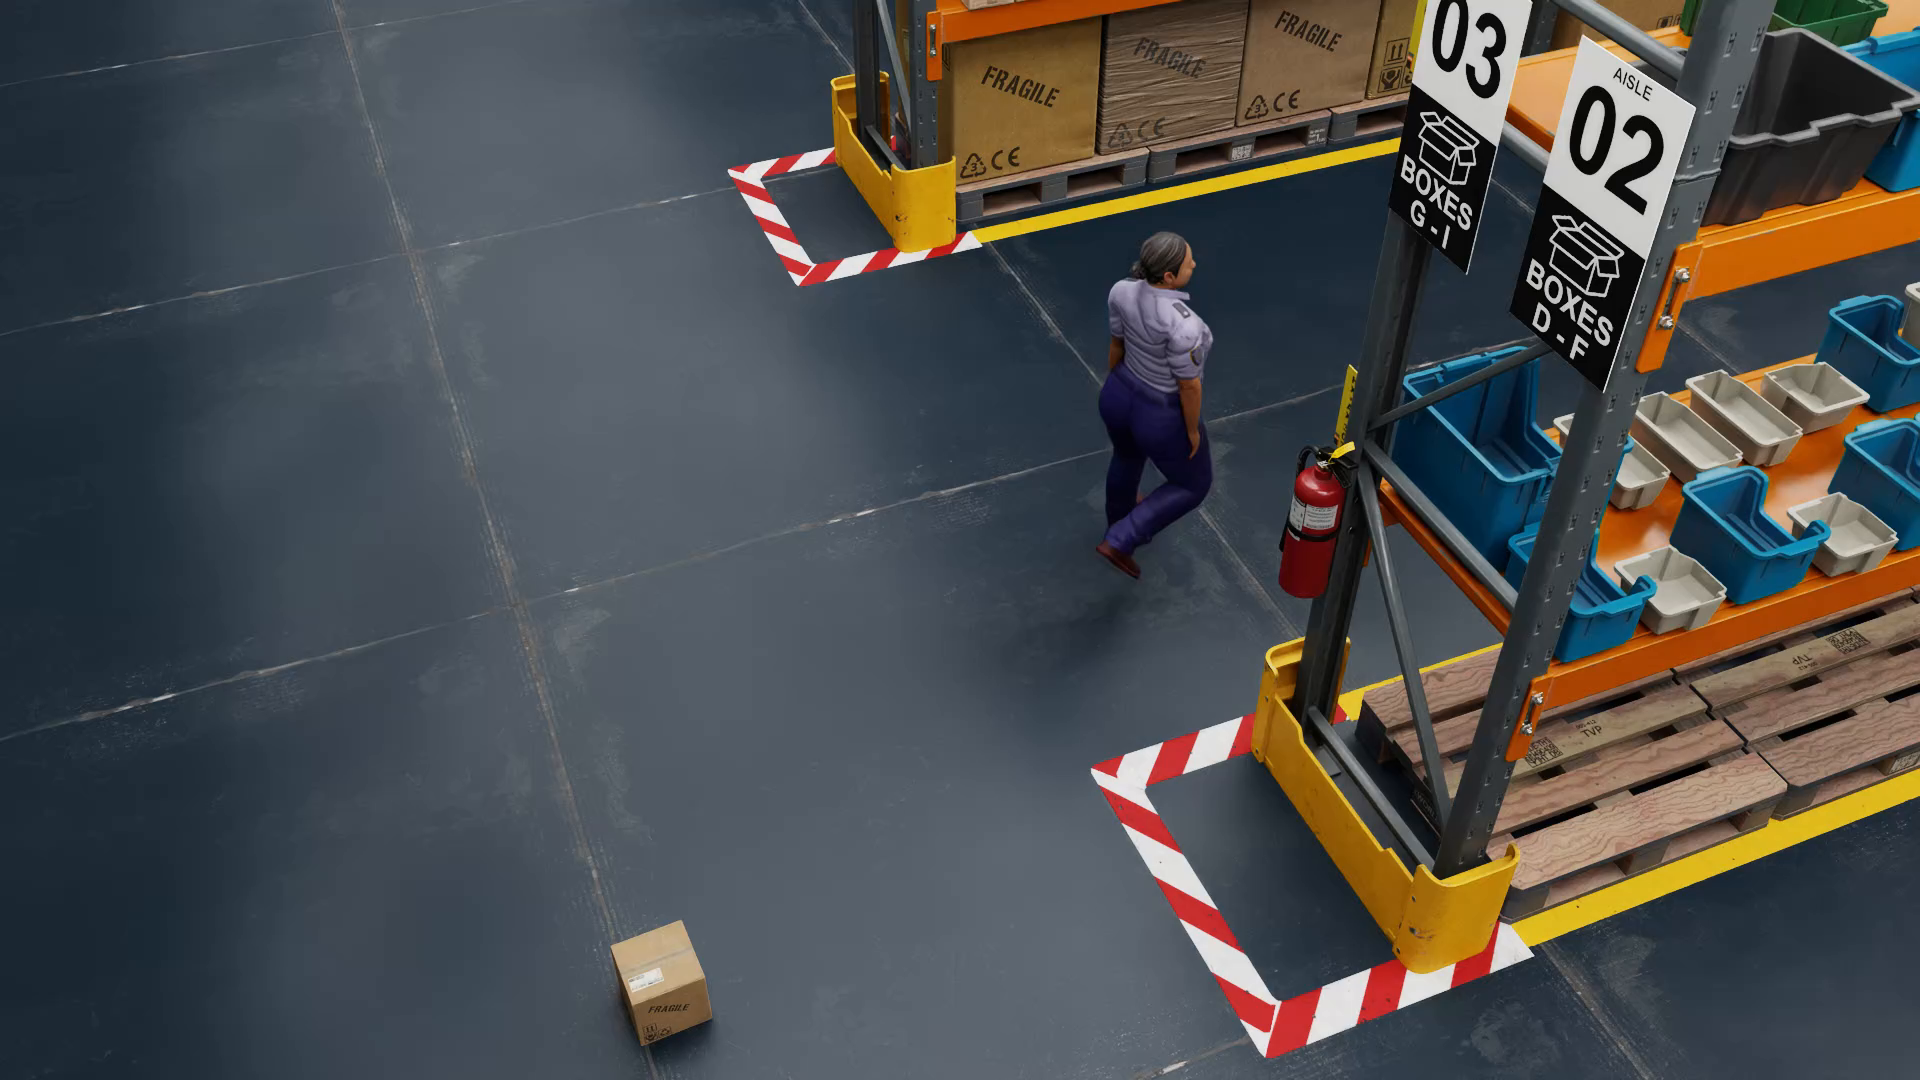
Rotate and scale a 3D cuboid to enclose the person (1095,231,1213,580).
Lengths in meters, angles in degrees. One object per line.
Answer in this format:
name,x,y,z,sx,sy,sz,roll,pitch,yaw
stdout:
person,0.763,-0.536,6.733,0.605,1.629,0.527,-33,51,-31
